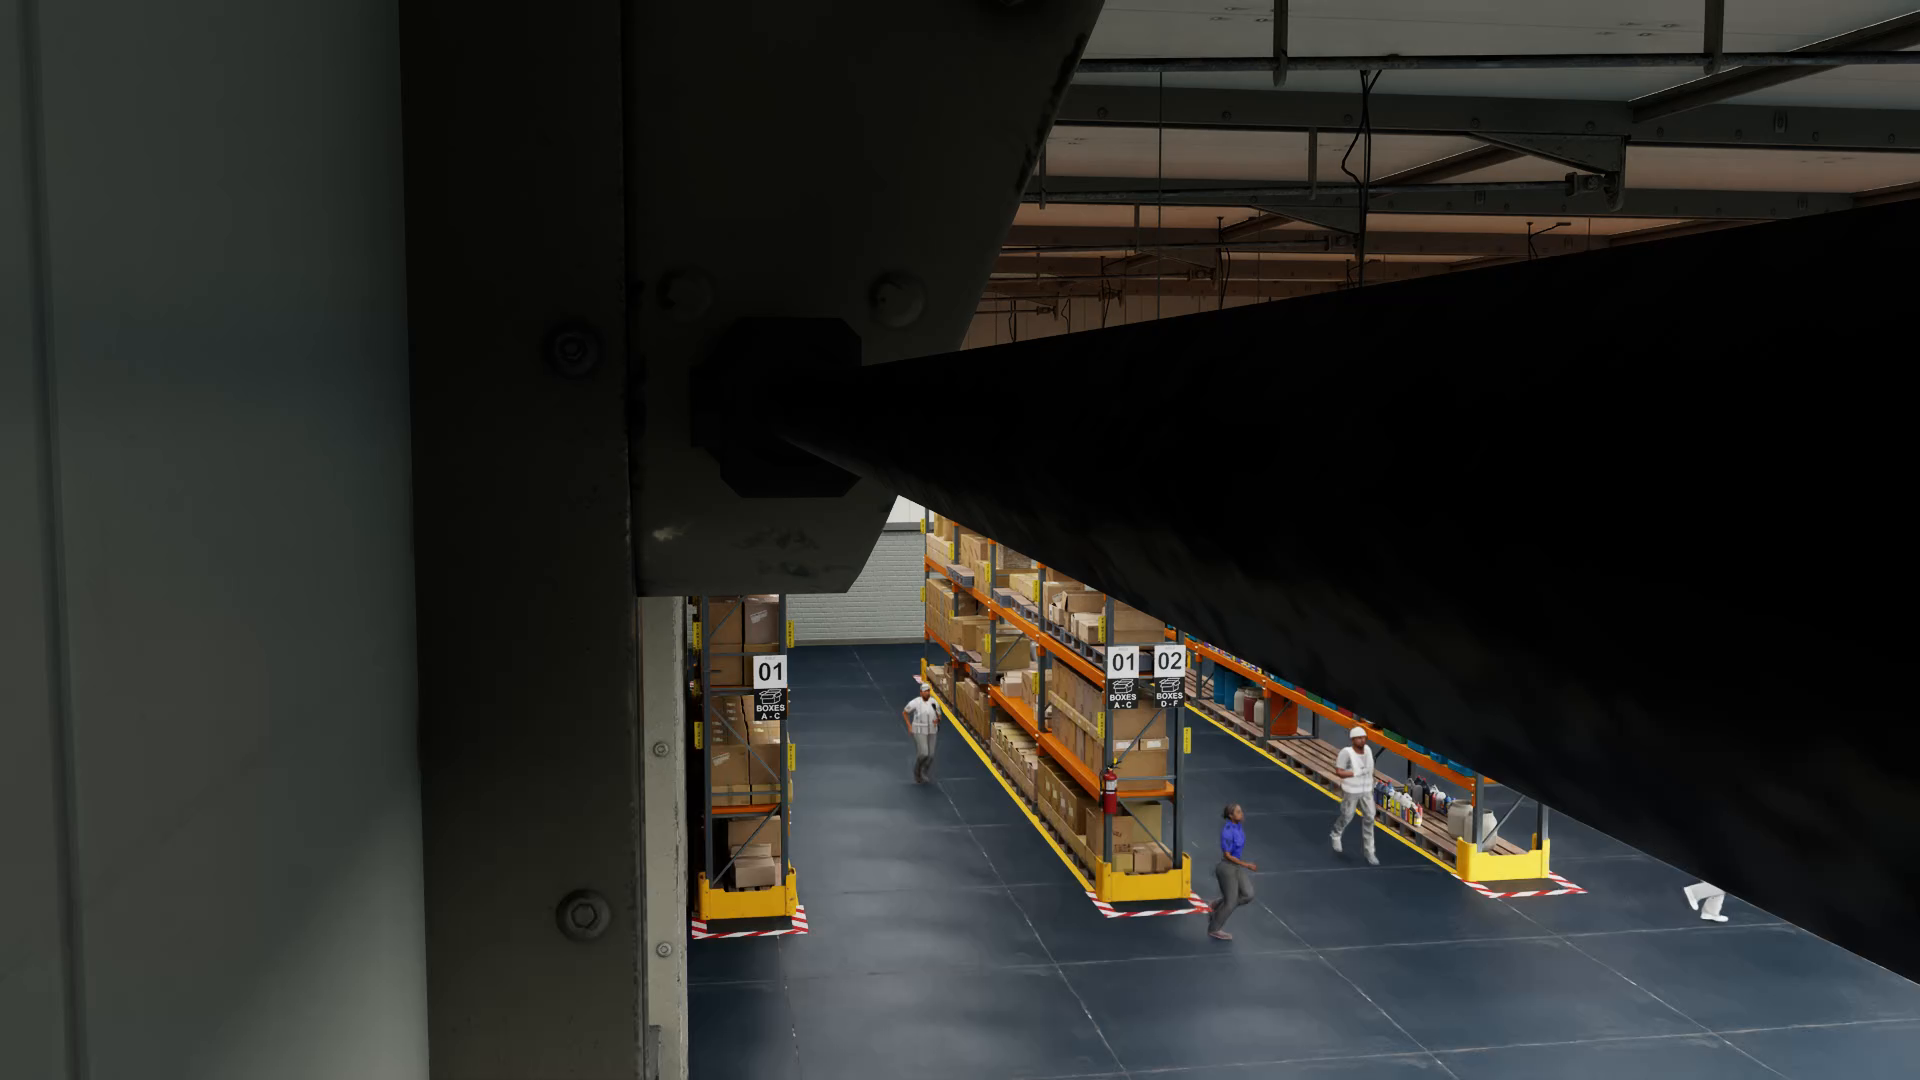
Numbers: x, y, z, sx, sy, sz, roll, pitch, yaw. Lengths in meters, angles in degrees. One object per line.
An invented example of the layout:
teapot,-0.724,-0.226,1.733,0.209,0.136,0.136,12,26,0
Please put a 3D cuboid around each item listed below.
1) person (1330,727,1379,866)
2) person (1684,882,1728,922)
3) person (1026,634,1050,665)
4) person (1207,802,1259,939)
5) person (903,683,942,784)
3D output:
person,5.365,3.429,22.583,0.704,1.813,0.906,-2,5,-21
person,9.015,3.776,19.967,0.599,1.620,0.551,1,5,14
person,1.674,2.308,36.338,0.575,1.649,0.547,-2,5,-21
person,3.194,3.838,19.326,0.604,1.596,0.601,2,6,24
person,-0.561,3.135,26.916,0.585,1.632,0.622,-2,6,-25
